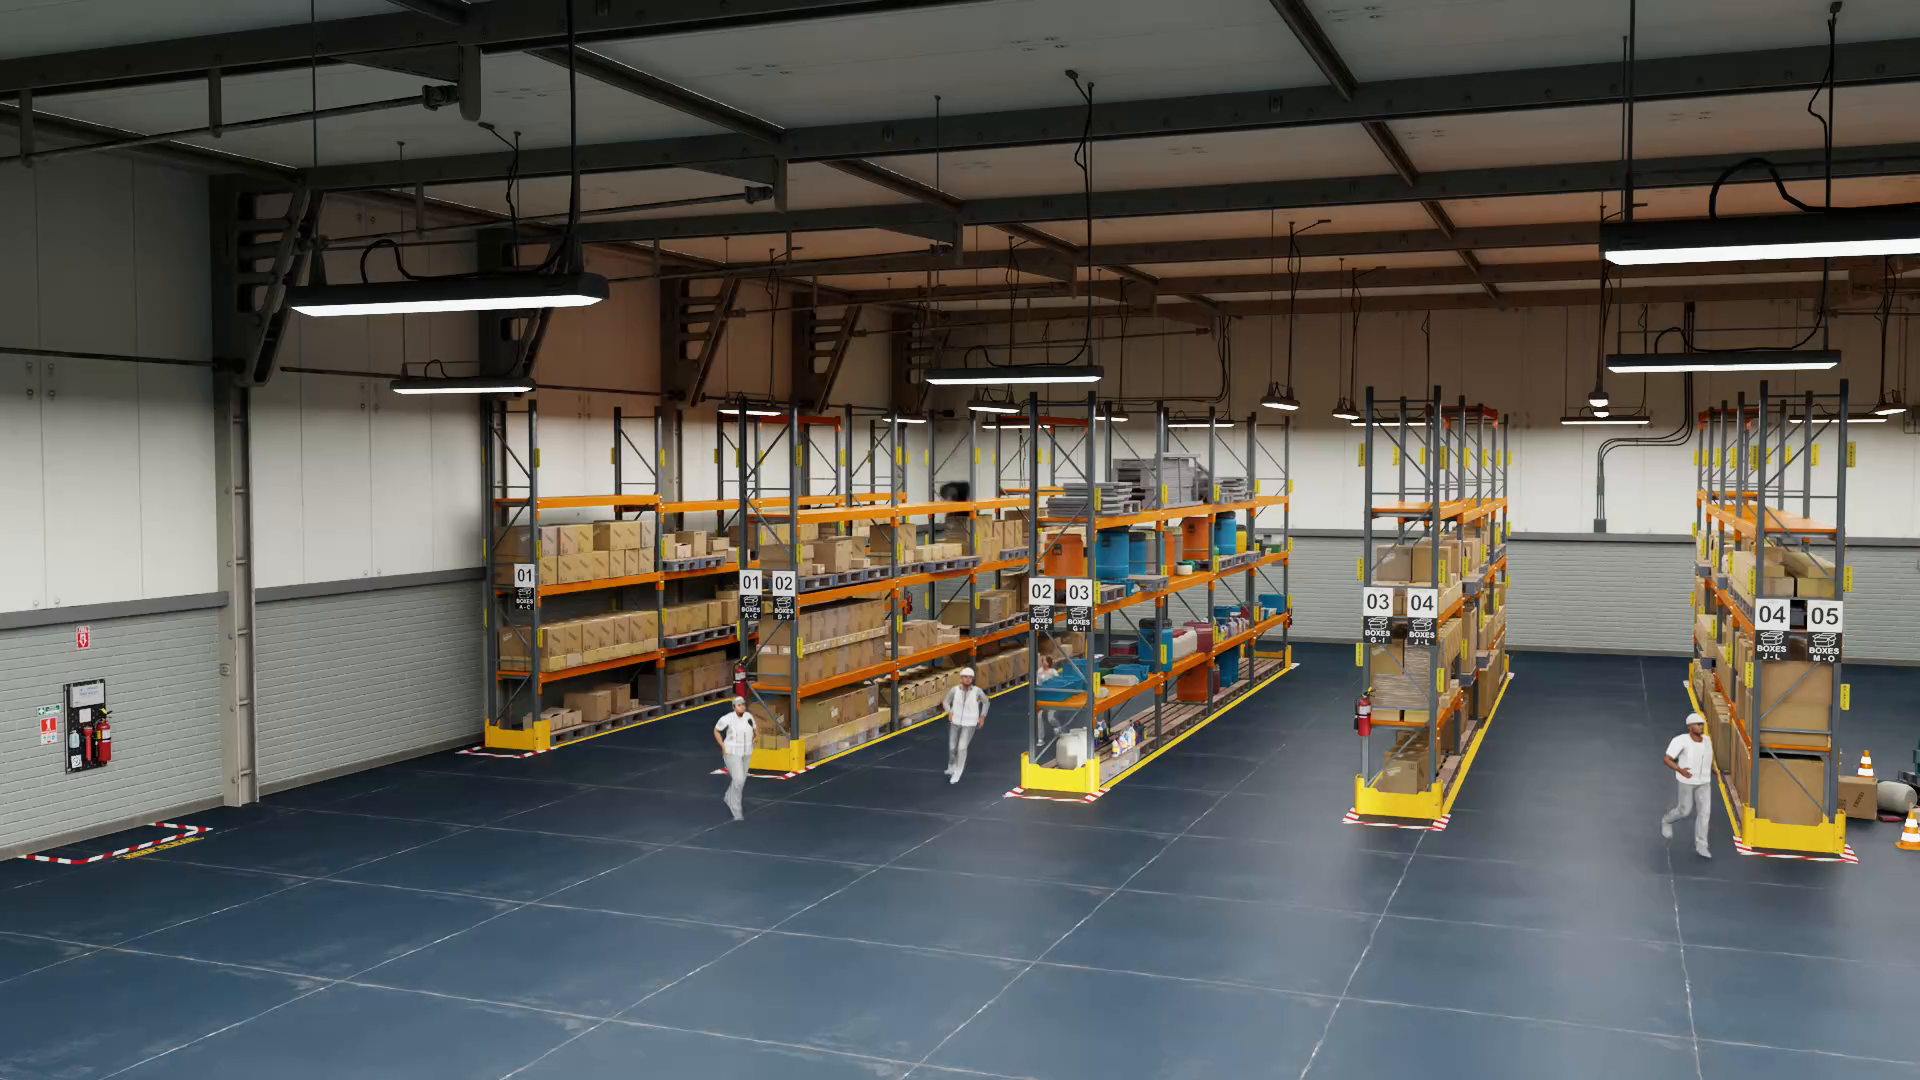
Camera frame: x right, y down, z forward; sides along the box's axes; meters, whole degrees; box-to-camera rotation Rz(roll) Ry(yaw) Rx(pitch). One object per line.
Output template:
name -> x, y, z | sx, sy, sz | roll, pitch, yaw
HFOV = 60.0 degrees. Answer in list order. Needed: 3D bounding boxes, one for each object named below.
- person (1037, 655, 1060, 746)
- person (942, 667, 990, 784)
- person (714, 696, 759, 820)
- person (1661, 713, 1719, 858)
person -> 1.506, 2.784, 29.059 | 0.547, 1.563, 0.755 | 1, 3, 25
person -> 0.065, 2.868, 25.796 | 0.724, 1.794, 0.692 | 1, 3, 13
person -> -3.123, 3.040, 23.305 | 0.627, 1.741, 0.704 | -2, 4, -39
person -> 9.328, 3.079, 21.143 | 0.733, 1.758, 0.983 | 0, 3, -7
